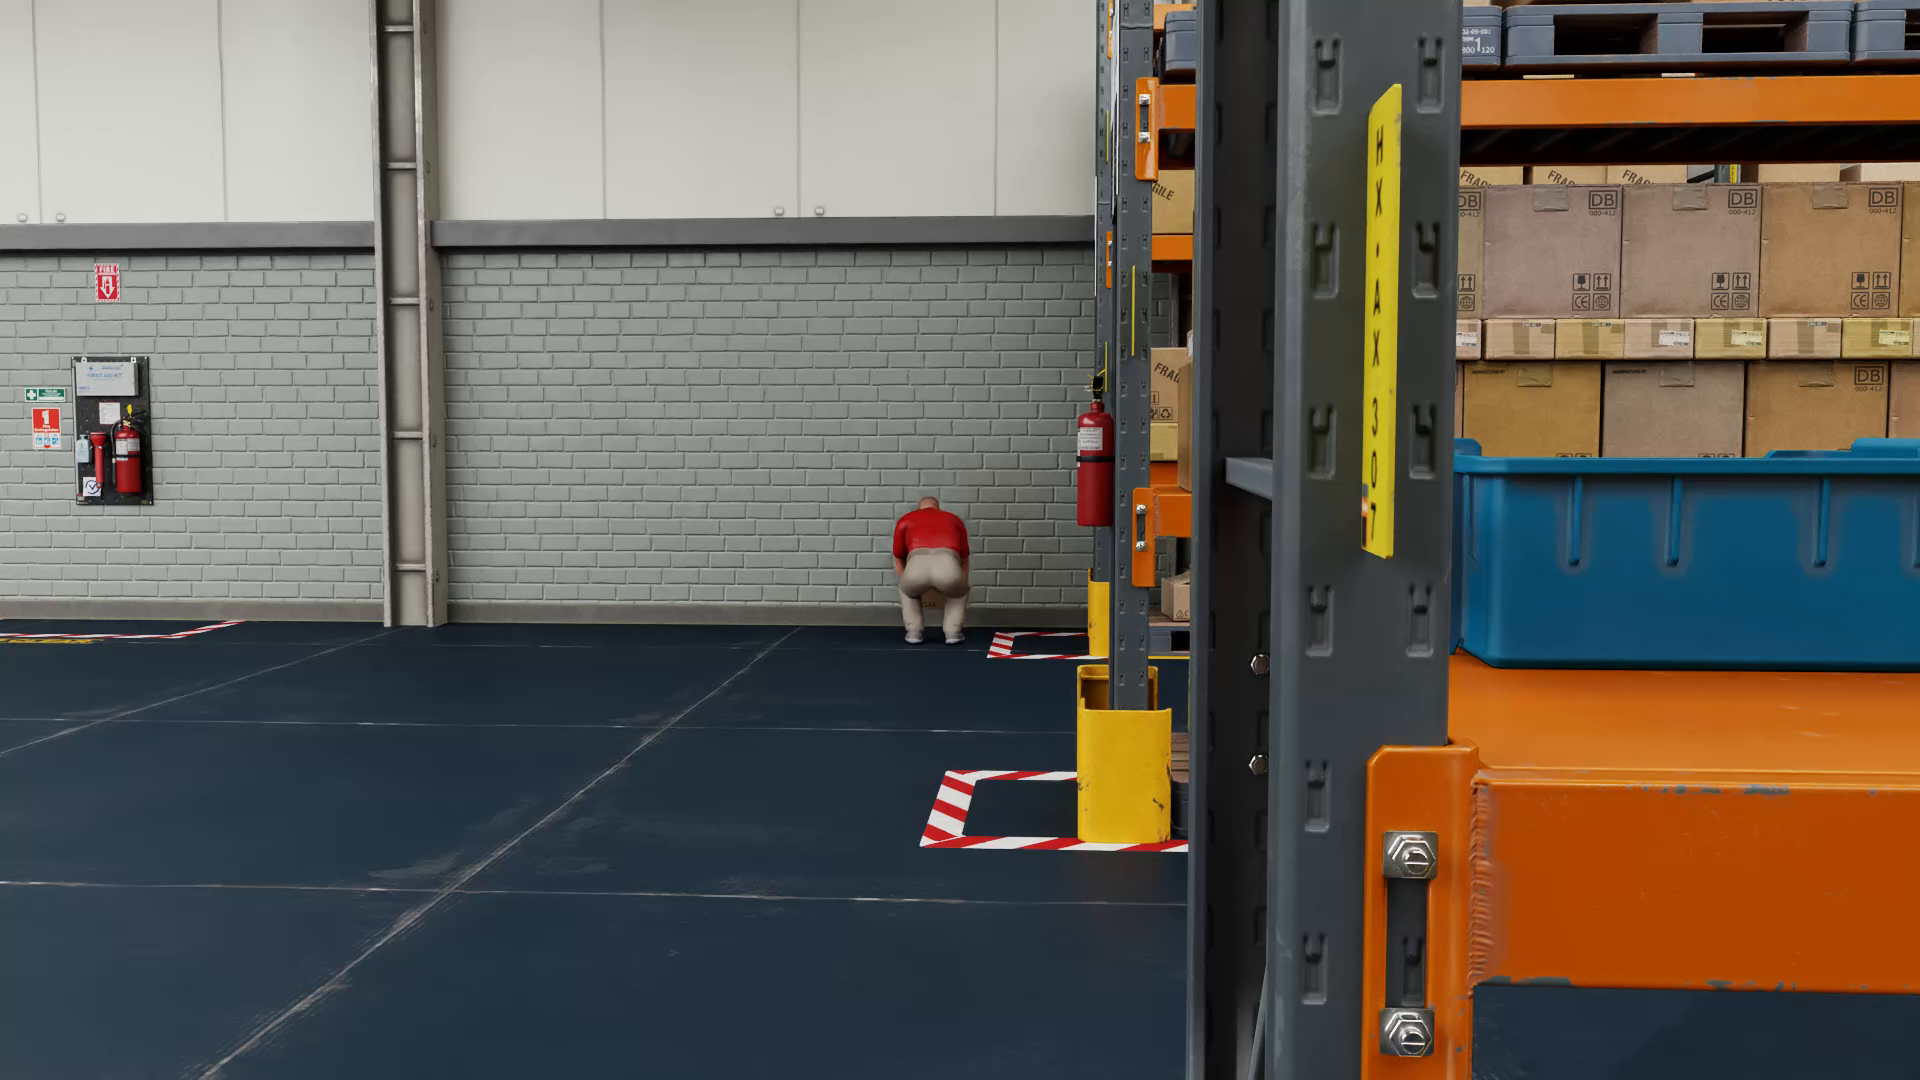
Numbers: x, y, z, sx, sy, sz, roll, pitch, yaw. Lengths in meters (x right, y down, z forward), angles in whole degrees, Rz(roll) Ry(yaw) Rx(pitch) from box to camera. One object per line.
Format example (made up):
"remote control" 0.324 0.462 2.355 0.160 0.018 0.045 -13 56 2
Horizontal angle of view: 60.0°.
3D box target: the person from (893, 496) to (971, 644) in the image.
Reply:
"person" -0.211 0.213 11.961 0.571 1.029 0.869 0 4 3
